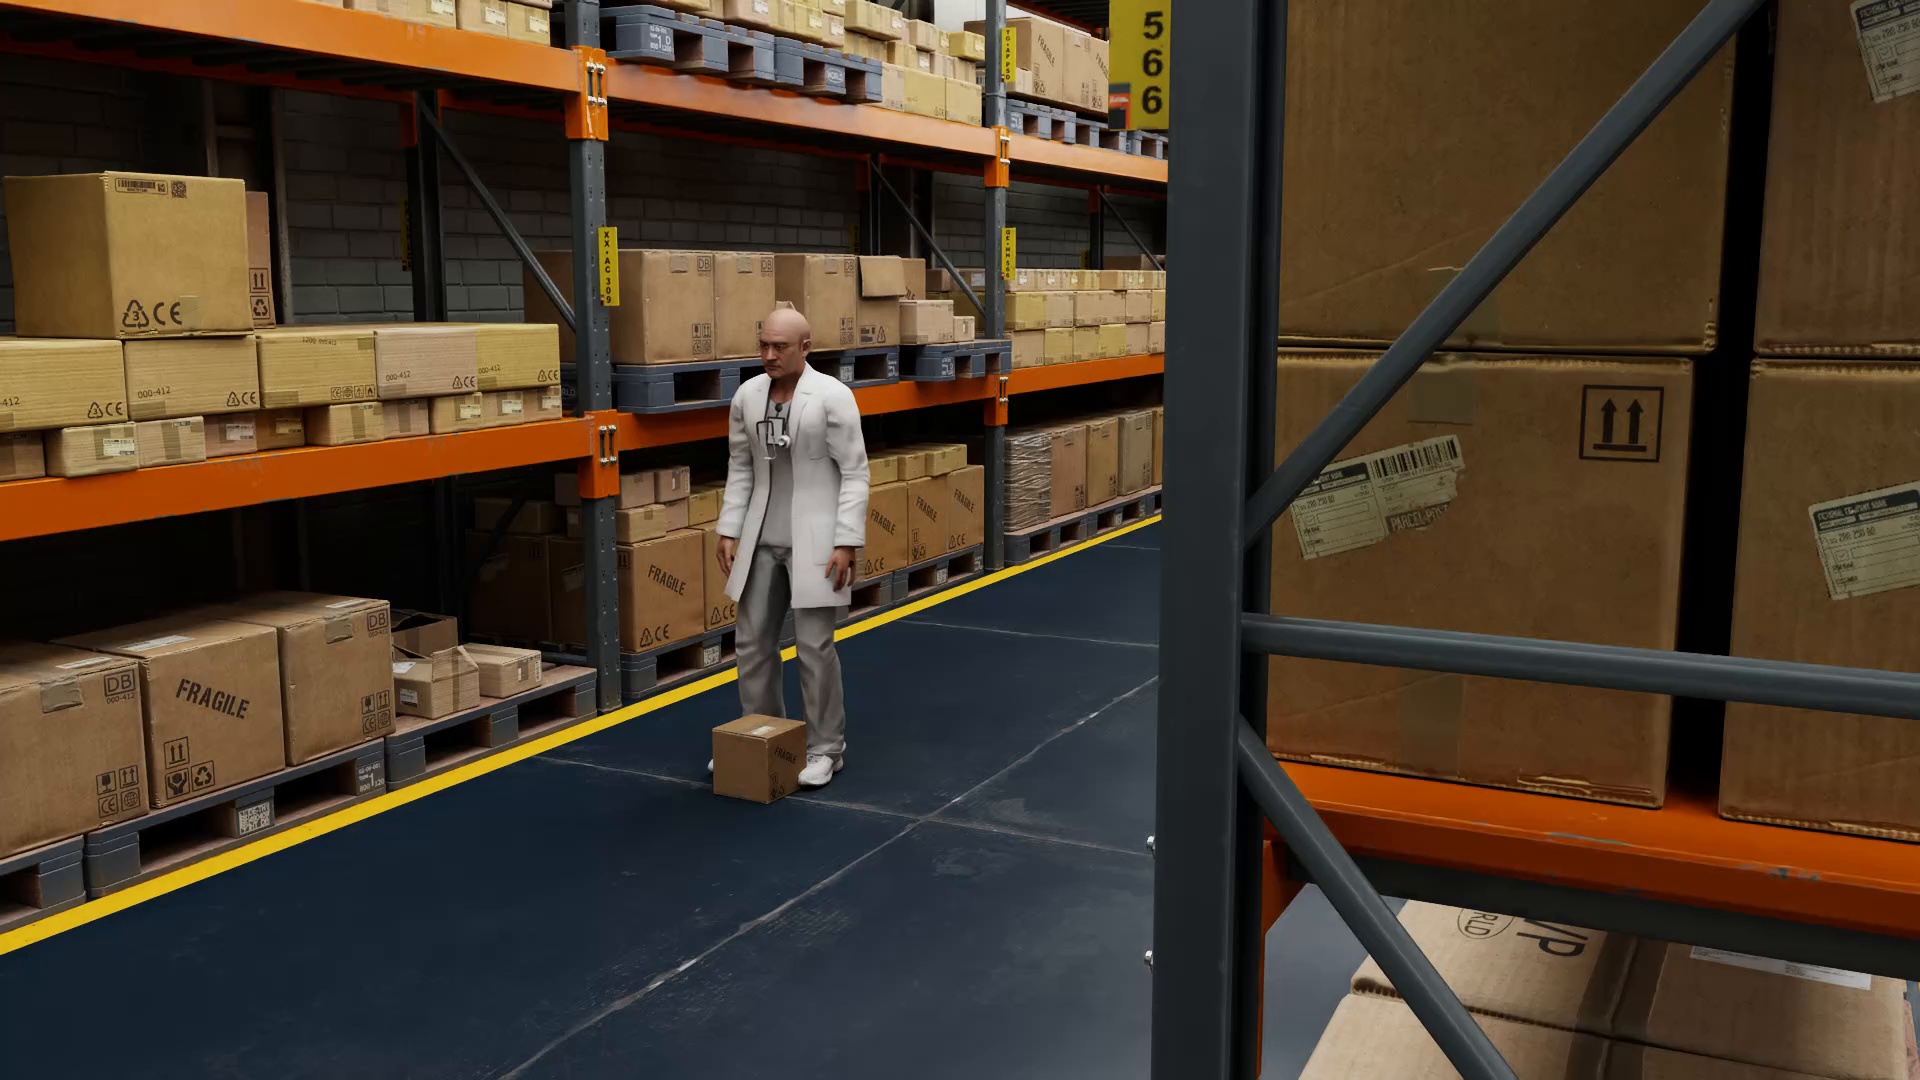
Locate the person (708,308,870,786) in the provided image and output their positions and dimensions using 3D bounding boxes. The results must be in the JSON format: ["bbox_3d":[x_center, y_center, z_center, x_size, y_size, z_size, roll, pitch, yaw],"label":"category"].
[{"bbox_3d":[-0.640,0.020,6.279,0.644,1.774,0.425,4,10,26],"label":"person"}]
